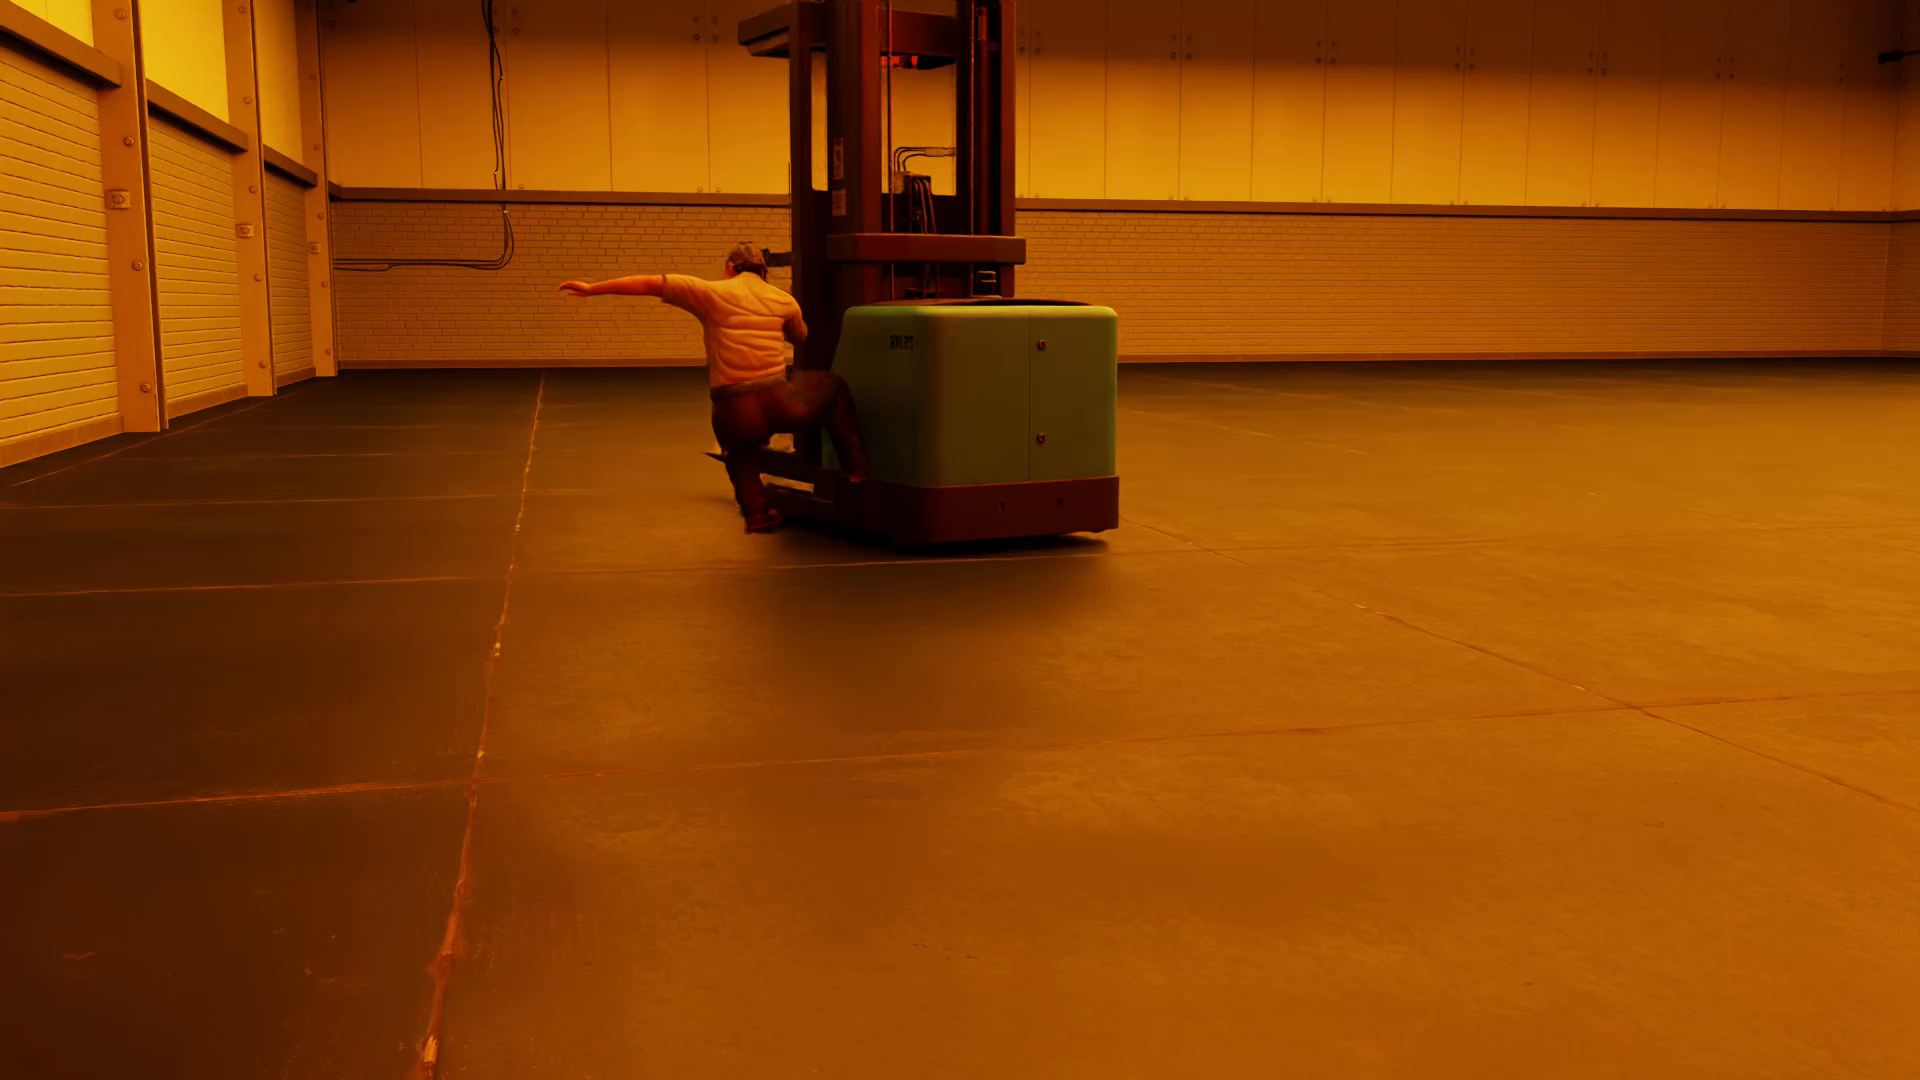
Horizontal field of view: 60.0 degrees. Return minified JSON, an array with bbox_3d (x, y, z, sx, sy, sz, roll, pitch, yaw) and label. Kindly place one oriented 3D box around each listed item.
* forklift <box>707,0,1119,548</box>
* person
[{"bbox_3d":[-0.441,-1.581,8.427,1.130,2.935,3.031,-5,9,-29],"label":"forklift"},{"bbox_3d":[-1.004,-0.667,7.330,1.498,1.268,0.733,-2,8,-16],"label":"person"}]
